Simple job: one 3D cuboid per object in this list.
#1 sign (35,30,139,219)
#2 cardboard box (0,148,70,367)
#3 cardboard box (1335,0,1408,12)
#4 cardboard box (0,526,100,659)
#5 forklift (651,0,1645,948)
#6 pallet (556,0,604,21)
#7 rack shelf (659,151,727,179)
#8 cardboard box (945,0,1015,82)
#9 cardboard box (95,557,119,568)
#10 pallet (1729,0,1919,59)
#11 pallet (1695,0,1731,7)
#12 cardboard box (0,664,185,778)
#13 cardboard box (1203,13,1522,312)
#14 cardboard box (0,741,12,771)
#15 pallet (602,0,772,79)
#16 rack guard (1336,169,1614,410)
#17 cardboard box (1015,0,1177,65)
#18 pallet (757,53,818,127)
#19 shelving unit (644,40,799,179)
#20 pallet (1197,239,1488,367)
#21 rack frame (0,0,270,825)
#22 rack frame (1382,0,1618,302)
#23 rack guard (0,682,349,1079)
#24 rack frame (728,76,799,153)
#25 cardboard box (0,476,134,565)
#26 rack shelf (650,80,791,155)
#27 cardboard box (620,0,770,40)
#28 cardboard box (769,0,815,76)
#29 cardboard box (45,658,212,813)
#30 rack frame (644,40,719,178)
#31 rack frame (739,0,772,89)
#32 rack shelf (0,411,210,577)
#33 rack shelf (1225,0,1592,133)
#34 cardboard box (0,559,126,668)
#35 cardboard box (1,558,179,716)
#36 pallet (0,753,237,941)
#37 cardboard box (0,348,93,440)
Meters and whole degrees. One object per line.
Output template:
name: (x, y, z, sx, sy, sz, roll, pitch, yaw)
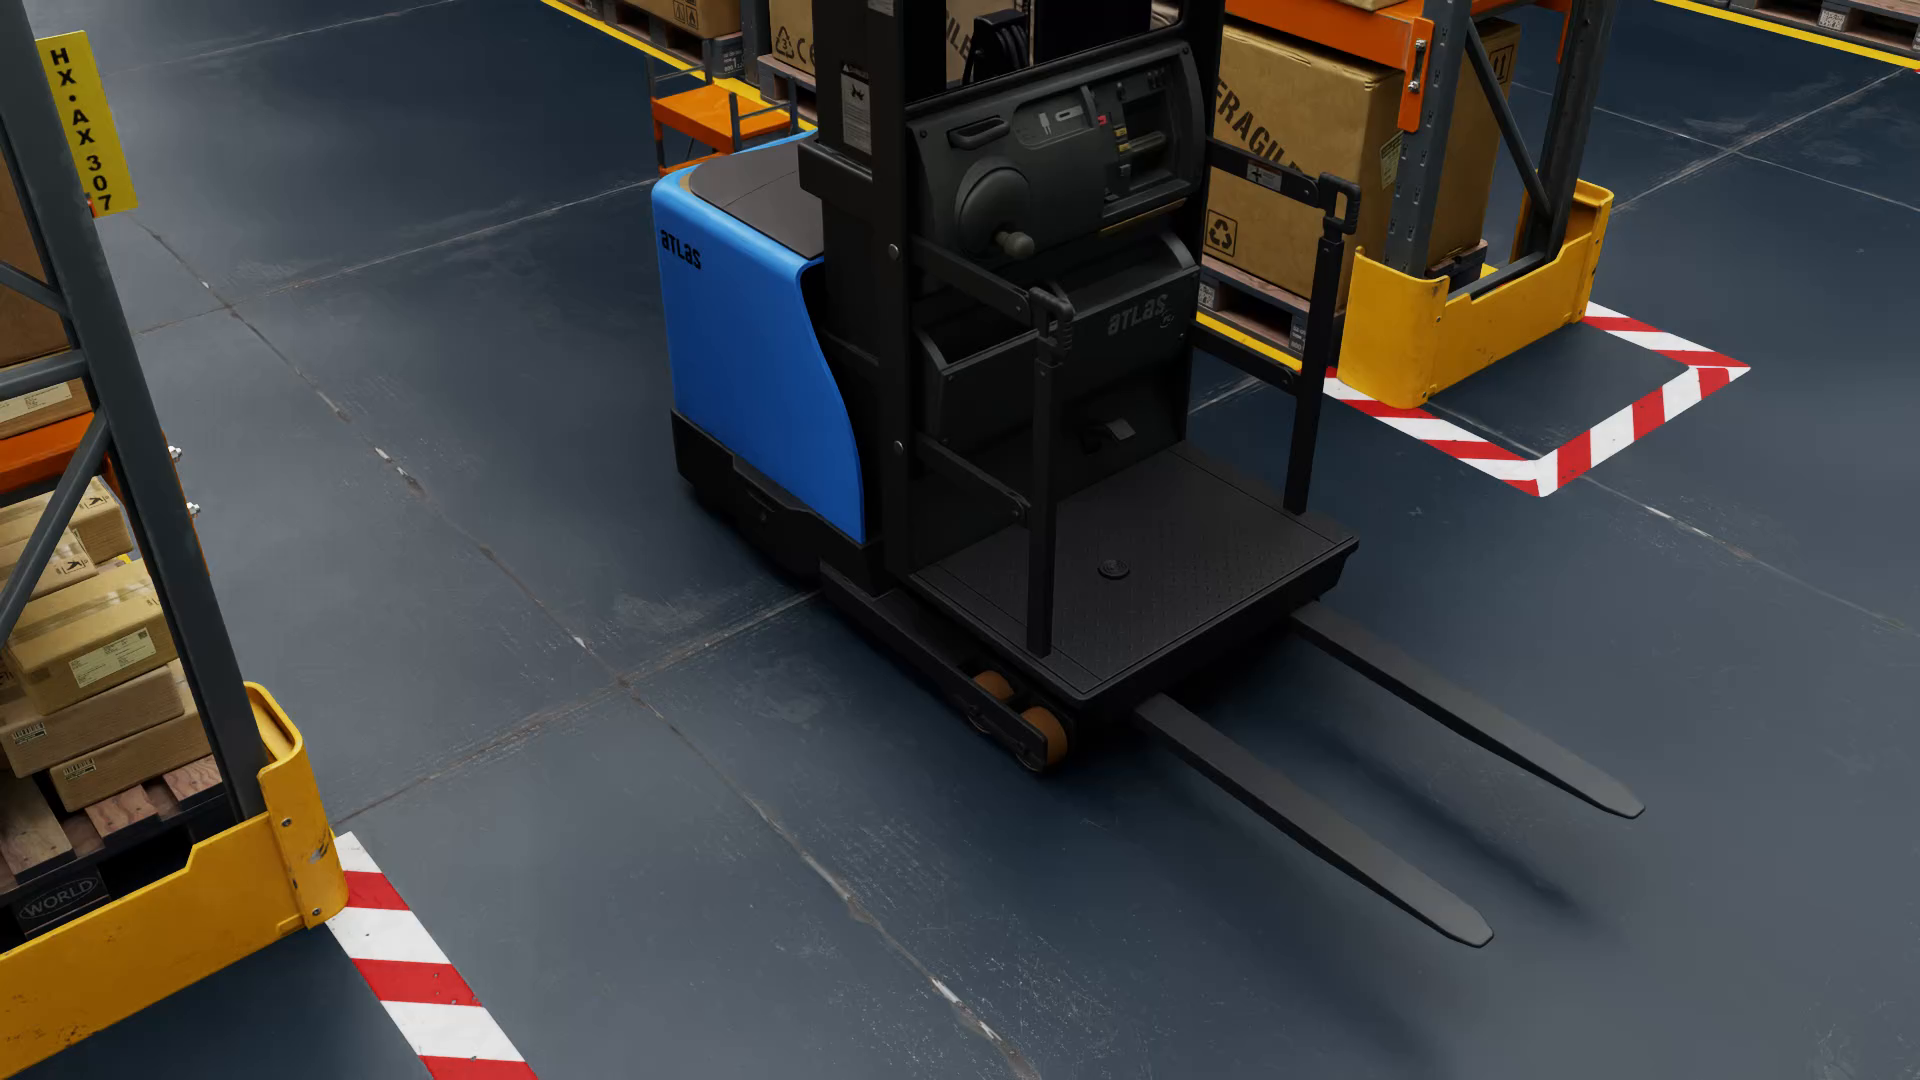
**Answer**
sign: (-1.545, -0.726, 2.931, 0.100, 0.325, 0.005, -26, 43, -32)
cardboard box: (-2.038, -0.634, 3.206, 0.500, 0.500, 0.500, -24, 42, -30)
cardboard box: (1.413, -1.908, 5.566, 0.380, 0.149, 0.250, -25, 42, -31)
cardboard box: (-2.308, 0.144, 4.040, 0.380, 0.149, 0.250, -25, 42, -31)
forklift: (0.405, -0.920, 4.013, 1.130, 2.935, 3.031, -26, 43, -32)
pallet: (-2.034, -3.456, 9.947, 1.003, 0.211, 1.213, -26, 43, -32)
rack shelf: (-0.762, -1.142, 5.543, 0.258, 0.148, 0.480, -26, 41, -32)
cardboard box: (0.259, -2.328, 7.416, 0.875, 0.875, 0.875, -26, 43, -32)
cardboard box: (-2.531, 0.125, 4.582, 0.380, 0.149, 0.250, -25, 43, -31)
pallet: (5.176, -3.064, 9.394, 1.003, 0.211, 1.213, -26, 43, -32)
pallet: (4.393, -3.602, 10.154, 1.003, 0.211, 1.213, -26, 43, -32)
cardboard box: (-2.101, 0.373, 3.974, 0.380, 0.149, 0.250, -24, 42, -30)
cardboard box: (1.421, -1.533, 6.294, 0.875, 0.875, 0.875, -26, 43, -32)
cardboard box: (-2.285, 0.386, 4.214, 0.380, 0.149, 0.250, -26, 43, -32)
pallet: (-1.242, -2.917, 9.186, 1.003, 0.211, 1.213, -26, 43, -32)
rack guard: (1.910, -0.945, 6.152, 1.175, 0.500, 0.348, -26, 43, -32)
cardboard box: (0.833, -1.935, 6.862, 0.875, 0.875, 0.875, -26, 43, -32)
pallet: (-0.256, -2.239, 8.229, 1.003, 0.211, 1.213, -26, 43, -32)
shelving unit: (-0.760, -1.013, 5.631, 0.258, 1.200, 0.503, -26, 41, -32)
pallet: (1.319, -1.162, 6.708, 1.003, 0.211, 1.213, -26, 43, -32)
rack frame: (-1.959, -0.171, 2.896, 1.000, 3.000, 0.127, -26, 43, -32)
rack frame: (1.895, -1.976, 5.445, 1.000, 3.000, 0.127, -26, 43, -32)
rack guard: (-2.008, 0.816, 3.666, 1.175, 0.500, 0.348, -26, 43, -32)
rack frame: (-0.602, -0.910, 5.476, 0.240, 1.200, 0.015, -26, 41, -32)
cardboard box: (-2.373, -0.015, 4.265, 0.380, 0.149, 0.250, -26, 43, -32)
rack shelf: (-0.766, -1.338, 5.410, 0.258, 0.148, 0.480, -26, 41, -32)
cardboard box: (-1.115, -3.321, 8.820, 1.225, 0.875, 0.875, -26, 43, -32)
cardboard box: (-0.322, -2.725, 7.978, 0.875, 0.875, 0.875, -26, 43, -32)
cardboard box: (-2.053, 0.471, 4.094, 0.380, 0.149, 0.250, -25, 42, -31)
rack frame: (-0.918, -1.115, 5.786, 0.240, 1.200, 0.015, -26, 41, -32)
rack frame: (-0.687, -3.742, 7.938, 1.000, 3.000, 0.127, -26, 43, -32)
rack shelf: (-3.250, -0.760, 4.350, 1.077, 0.370, 4.000, -26, 43, -32)
rack shelf: (0.604, -2.565, 6.900, 1.077, 0.370, 4.000, -26, 43, -32)
cardboard box: (-2.235, 0.231, 4.175, 0.380, 0.149, 0.250, -26, 43, -32)
cardboard box: (-2.038, 0.220, 3.932, 0.380, 0.149, 0.250, -28, 44, -34)
pallet: (-2.506, 0.562, 4.274, 1.003, 0.211, 1.213, -26, 43, -32)
cardboard box: (-1.918, -0.333, 3.343, 0.380, 0.149, 0.250, -26, 43, -32)
